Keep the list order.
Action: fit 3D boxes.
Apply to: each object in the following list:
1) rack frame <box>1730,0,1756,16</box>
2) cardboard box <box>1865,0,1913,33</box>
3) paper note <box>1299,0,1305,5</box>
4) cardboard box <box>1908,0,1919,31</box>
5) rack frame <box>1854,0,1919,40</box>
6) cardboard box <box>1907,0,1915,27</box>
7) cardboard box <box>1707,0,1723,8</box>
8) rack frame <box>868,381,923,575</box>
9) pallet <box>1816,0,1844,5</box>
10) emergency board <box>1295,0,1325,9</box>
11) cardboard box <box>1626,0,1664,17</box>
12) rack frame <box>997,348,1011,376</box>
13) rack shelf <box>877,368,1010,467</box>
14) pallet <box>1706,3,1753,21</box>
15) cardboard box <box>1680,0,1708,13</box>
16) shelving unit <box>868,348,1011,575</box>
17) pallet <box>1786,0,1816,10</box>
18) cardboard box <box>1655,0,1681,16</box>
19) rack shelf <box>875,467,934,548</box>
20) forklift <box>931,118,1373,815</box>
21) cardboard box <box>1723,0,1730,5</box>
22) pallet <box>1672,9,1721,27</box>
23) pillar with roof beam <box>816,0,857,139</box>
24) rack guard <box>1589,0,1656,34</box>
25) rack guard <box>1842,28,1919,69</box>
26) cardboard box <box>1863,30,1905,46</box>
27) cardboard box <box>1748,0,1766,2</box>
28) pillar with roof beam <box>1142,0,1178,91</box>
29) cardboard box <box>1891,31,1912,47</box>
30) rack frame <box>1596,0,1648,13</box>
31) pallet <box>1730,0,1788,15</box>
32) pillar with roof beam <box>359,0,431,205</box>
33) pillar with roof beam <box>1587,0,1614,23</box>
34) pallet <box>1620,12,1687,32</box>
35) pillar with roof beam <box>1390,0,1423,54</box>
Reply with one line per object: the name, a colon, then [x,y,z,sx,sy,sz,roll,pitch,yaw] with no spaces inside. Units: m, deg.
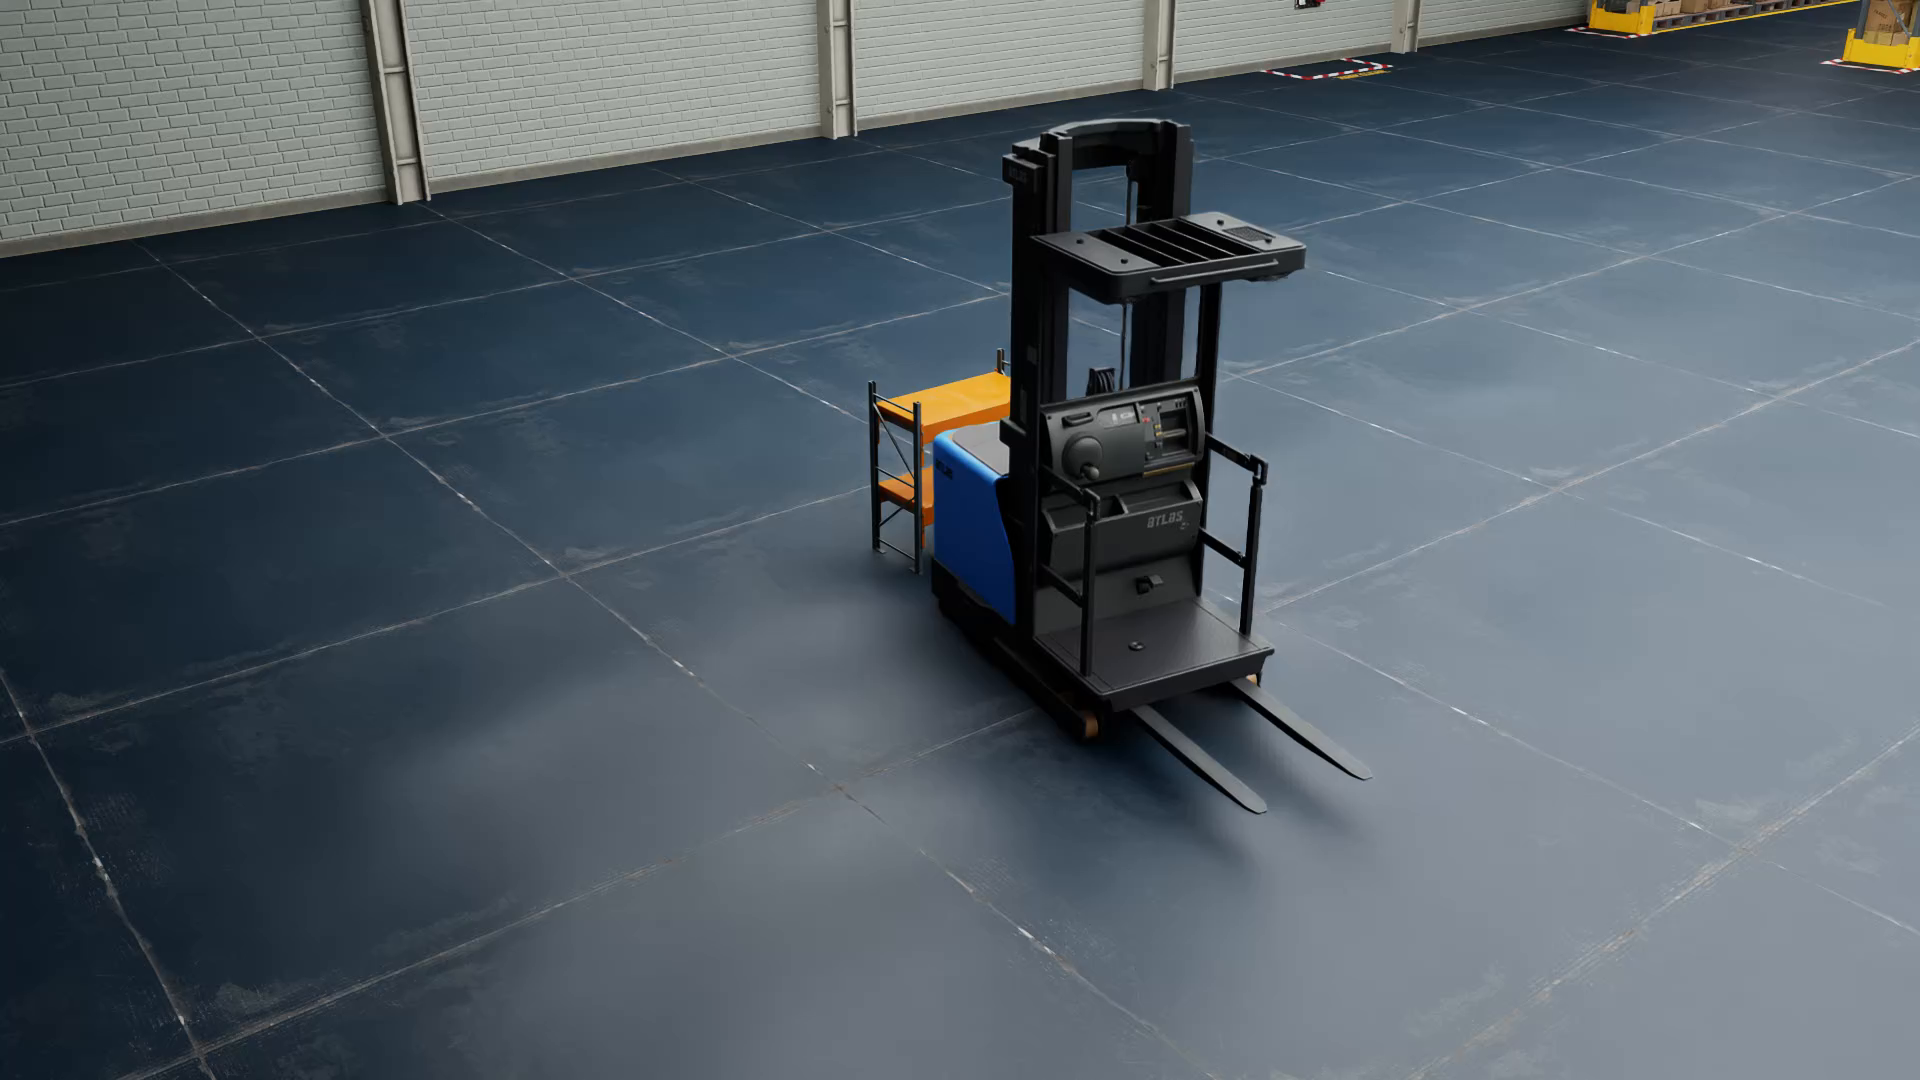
rack frame: [15.655,-12.097,33.252,0.127,3.000,1.000,-18,31,-34]
cardboard box: [15.805,-8.939,28.325,0.500,0.500,0.500,-18,31,-34]
paper note: [5.653,-8.916,27.444,0.142,0.148,0.016,-18,31,-34]
cardboard box: [16.518,-8.897,28.235,0.500,0.500,0.500,-18,31,-34]
rack frame: [15.567,-9.418,27.480,0.127,3.000,1.000,-18,31,-34]
cardboard box: [16.583,-9.204,28.895,0.500,0.500,0.500,-18,31,-34]
cardboard box: [14.863,-10.880,33.076,0.500,0.500,0.500,-21,32,-38]
rack frame: [-0.395,-0.380,10.232,0.032,1.125,0.500,-18,31,-34]
pallet: [18.187,-11.669,35.642,1.213,0.211,1.003,-18,31,-34]
emergency board: [5.835,-9.338,27.308,0.643,1.169,0.194,-18,31,-34]
cardboard box: [13.107,-10.188,31.810,0.500,0.311,0.500,-23,33,-40]
rack frame: [0.405,-0.644,10.802,0.032,1.125,0.500,-18,31,-34]
rack shelf: [0.005,-0.777,10.394,1.000,0.278,0.538,-18,31,-34]
pallet: [15.148,-10.646,33.438,1.213,0.211,1.003,-18,31,-34]
cardboard box: [14.164,-10.596,32.464,0.500,0.500,0.700,-21,32,-37]
shelving unit: [0.005,-0.512,10.517,1.048,1.125,0.538,-18,31,-34]
pallet: [17.227,-11.354,34.963,1.213,0.211,1.003,-18,31,-34]
cardboard box: [13.556,-10.336,32.129,0.500,0.311,0.500,-15,29,-30]
rack shelf: [0.005,-0.290,10.620,1.000,0.278,0.538,-18,31,-34]
forklift: [0.953,-0.516,8.379,1.130,2.935,3.031,-12,28,-25]
cardboard box: [15.252,-10.862,33.435,0.380,0.166,0.250,22,33,39]
pallet: [14.187,-10.327,32.752,1.213,0.211,1.003,-18,31,-34]
pillar with roof beam: [1.016,-8.146,17.612,0.400,9.000,9.100,-18,31,-34]
rack guard: [12.567,-9.944,31.582,0.348,0.500,1.175,-18,31,-34]
rack guard: [15.548,-8.278,27.992,0.348,0.500,1.175,-18,31,-34]
cardboard box: [15.807,-8.598,28.481,0.500,0.250,0.500,-18,31,-34]
cardboard box: [16.224,-11.359,34.110,0.500,0.500,0.700,-17,30,-32]
pillar with roof beam: [5.738,-9.704,20.970,0.400,9.000,9.100,-18,31,-34]
cardboard box: [16.126,-8.427,28.111,0.500,0.250,0.500,-18,31,-34]
rack frame: [12.507,-11.058,31.013,0.127,3.000,1.000,-18,31,-34]
pallet: [16.267,-11.035,34.276,1.213,0.211,1.003,-18,31,-34]
pillar with roof beam: [-3.705,-6.587,14.254,0.400,9.000,9.100,-18,31,-34]
pillar with roof beam: [15.181,-12.821,27.687,0.400,9.000,9.100,-18,31,-34]
pallet: [13.228,-10.012,32.072,1.213,0.211,1.003,-18,31,-34]
pillar with roof beam: [10.459,-11.263,24.329,0.400,9.000,9.100,-18,31,-34]
